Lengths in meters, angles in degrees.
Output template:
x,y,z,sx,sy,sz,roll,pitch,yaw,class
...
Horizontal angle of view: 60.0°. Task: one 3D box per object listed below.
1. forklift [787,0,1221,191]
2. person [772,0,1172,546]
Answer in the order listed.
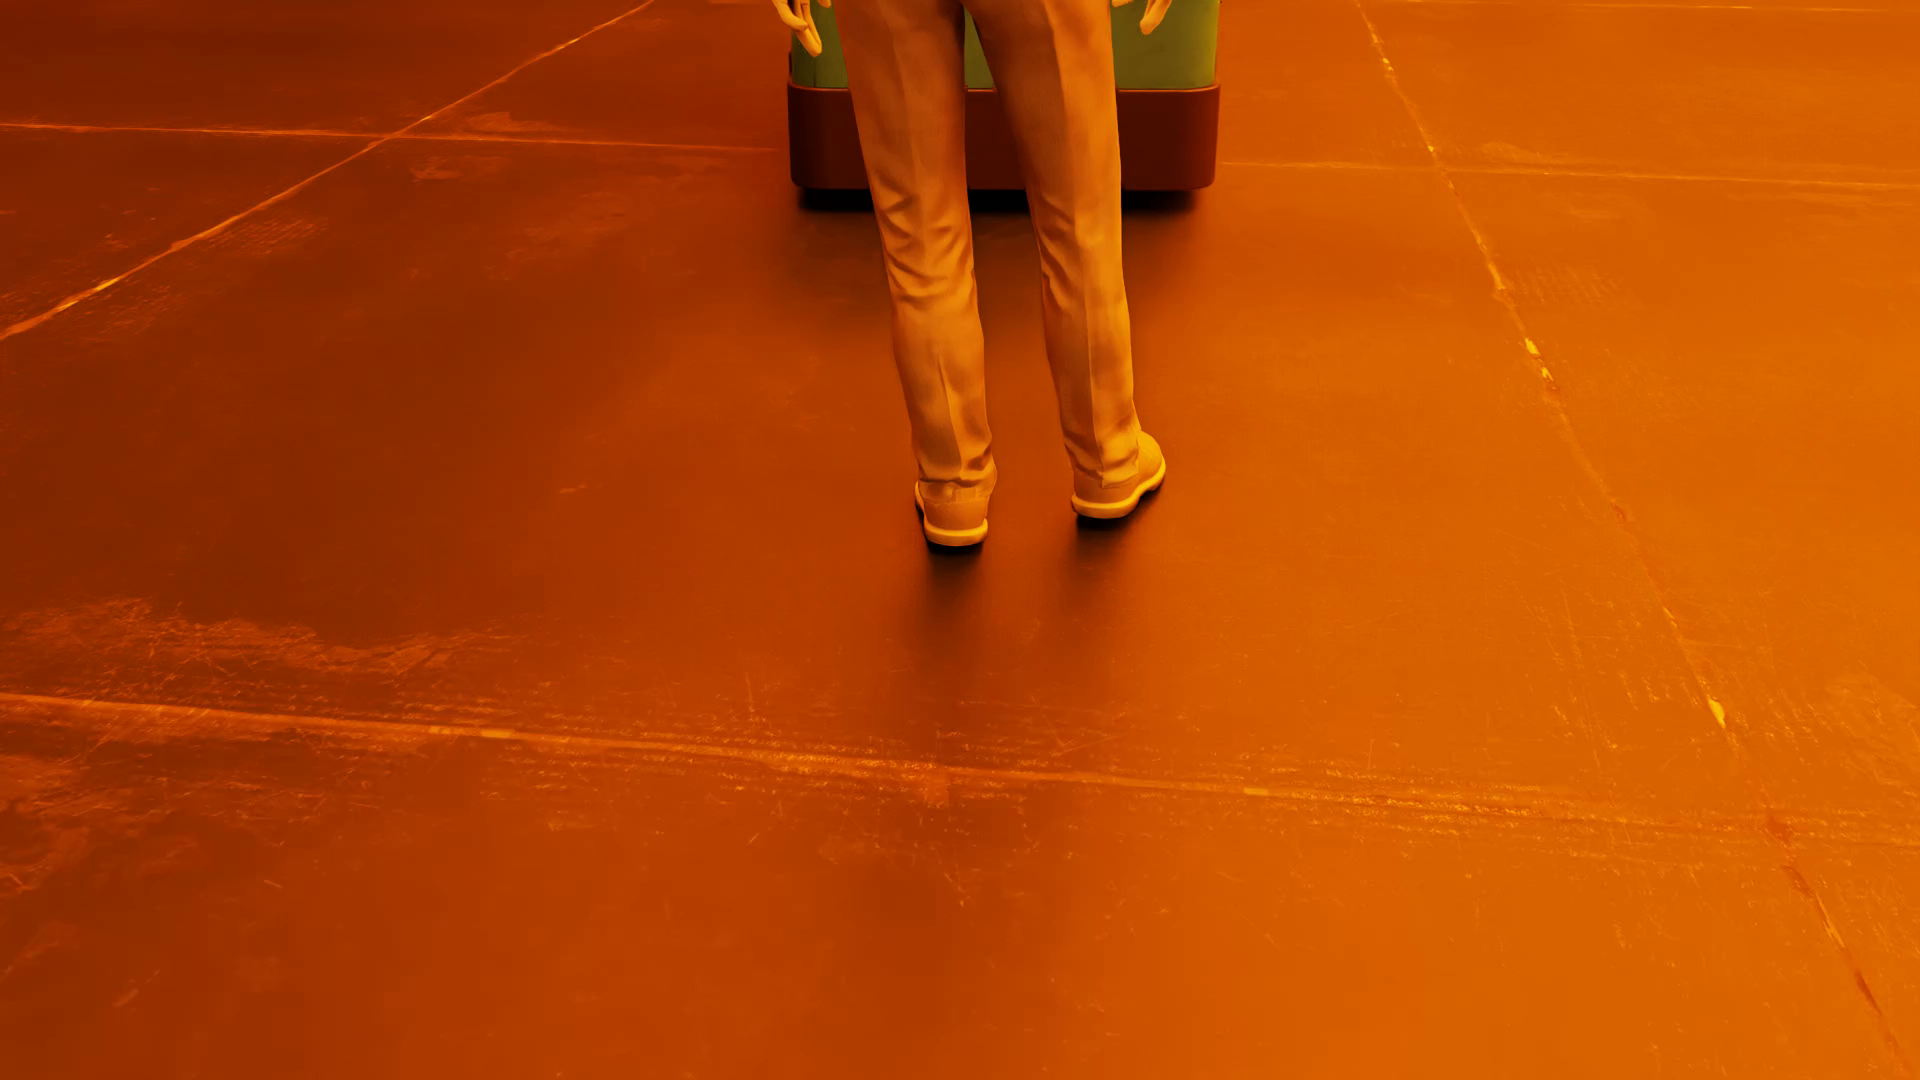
x,y,z,sx,sy,sz,roll,pitch,yaw,class
0.128,-2.773,4.775,1.130,2.935,3.031,0,27,1,forklift
0.016,-0.795,2.178,0.588,1.695,0.531,3,27,7,person
